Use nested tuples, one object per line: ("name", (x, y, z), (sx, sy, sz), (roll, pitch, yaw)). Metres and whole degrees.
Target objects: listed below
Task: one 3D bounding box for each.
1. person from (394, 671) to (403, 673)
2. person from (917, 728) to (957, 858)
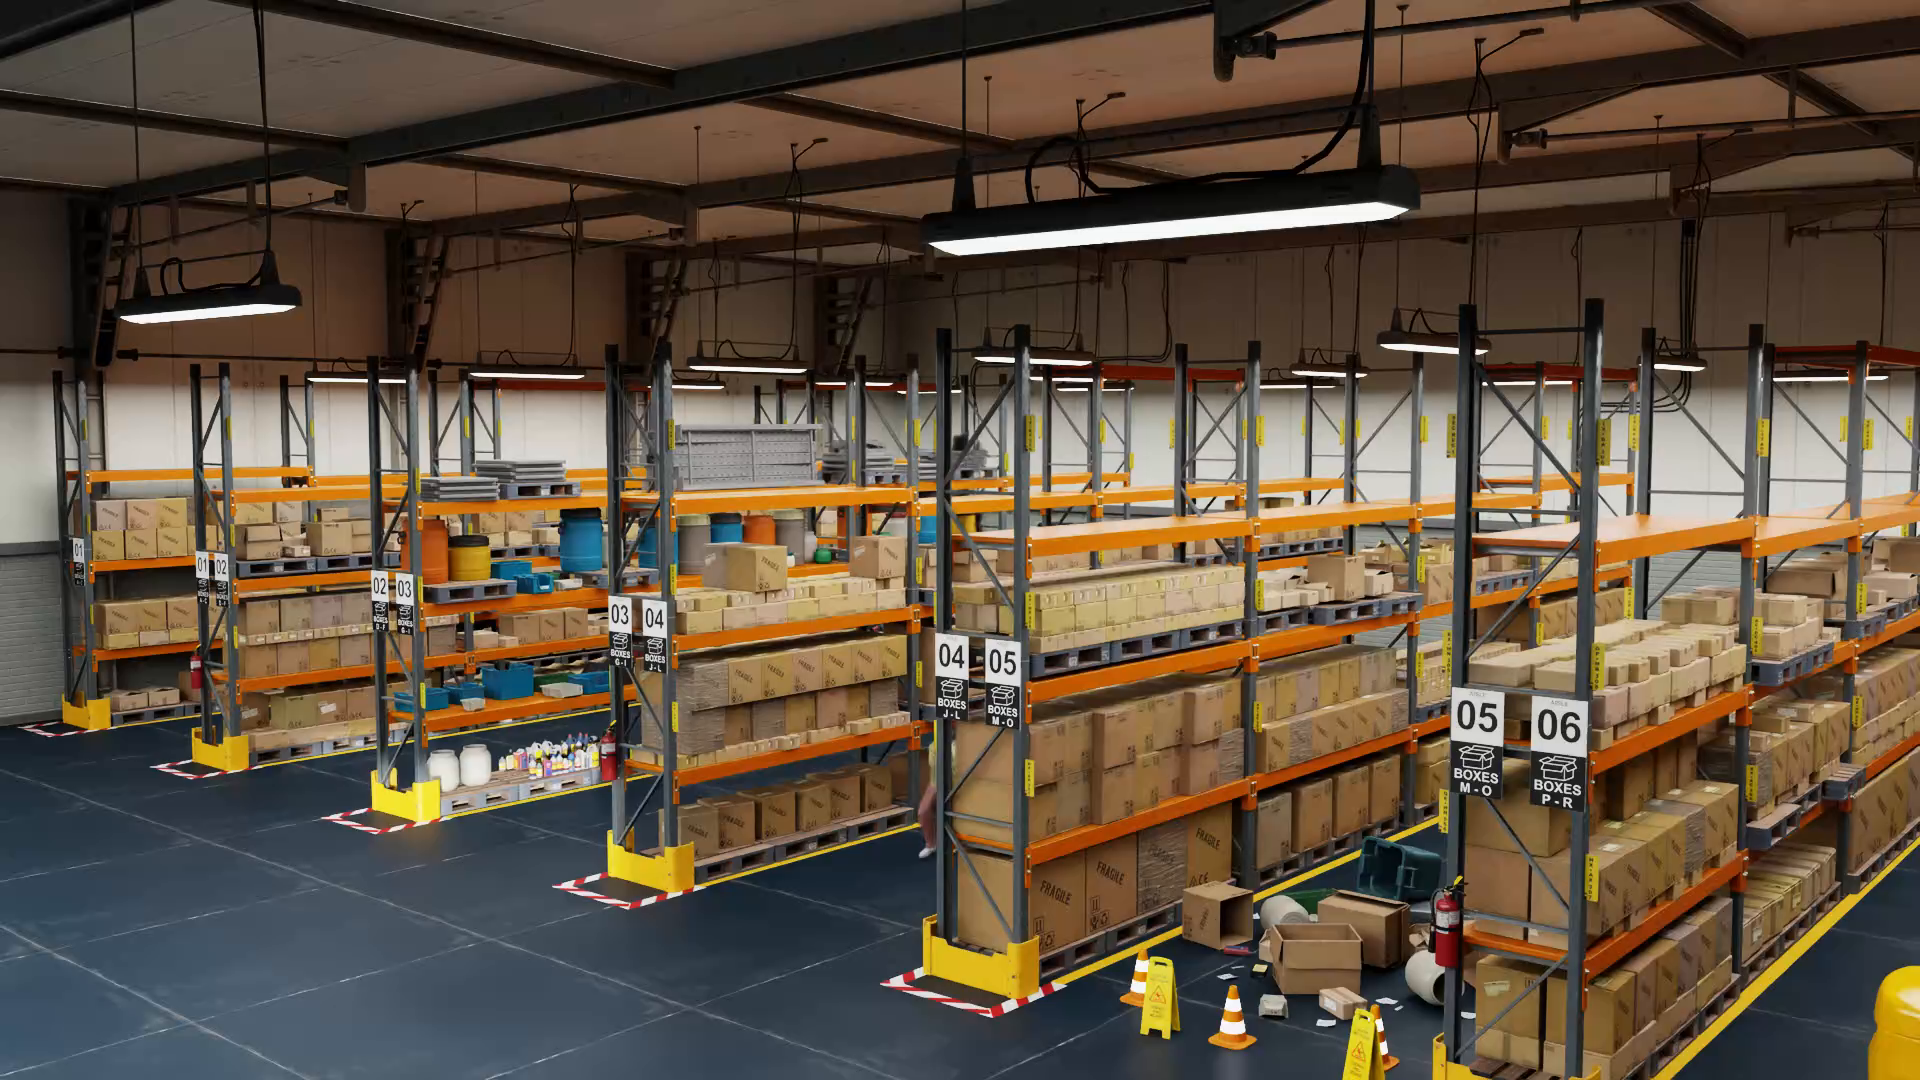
("person", (-10.337, 2.124, 29.998), (0.772, 1.810, 0.787), (1, 4, 18))
("person", (-0.159, 2.947, 19.668), (0.562, 1.631, 0.688), (2, 5, 30))
